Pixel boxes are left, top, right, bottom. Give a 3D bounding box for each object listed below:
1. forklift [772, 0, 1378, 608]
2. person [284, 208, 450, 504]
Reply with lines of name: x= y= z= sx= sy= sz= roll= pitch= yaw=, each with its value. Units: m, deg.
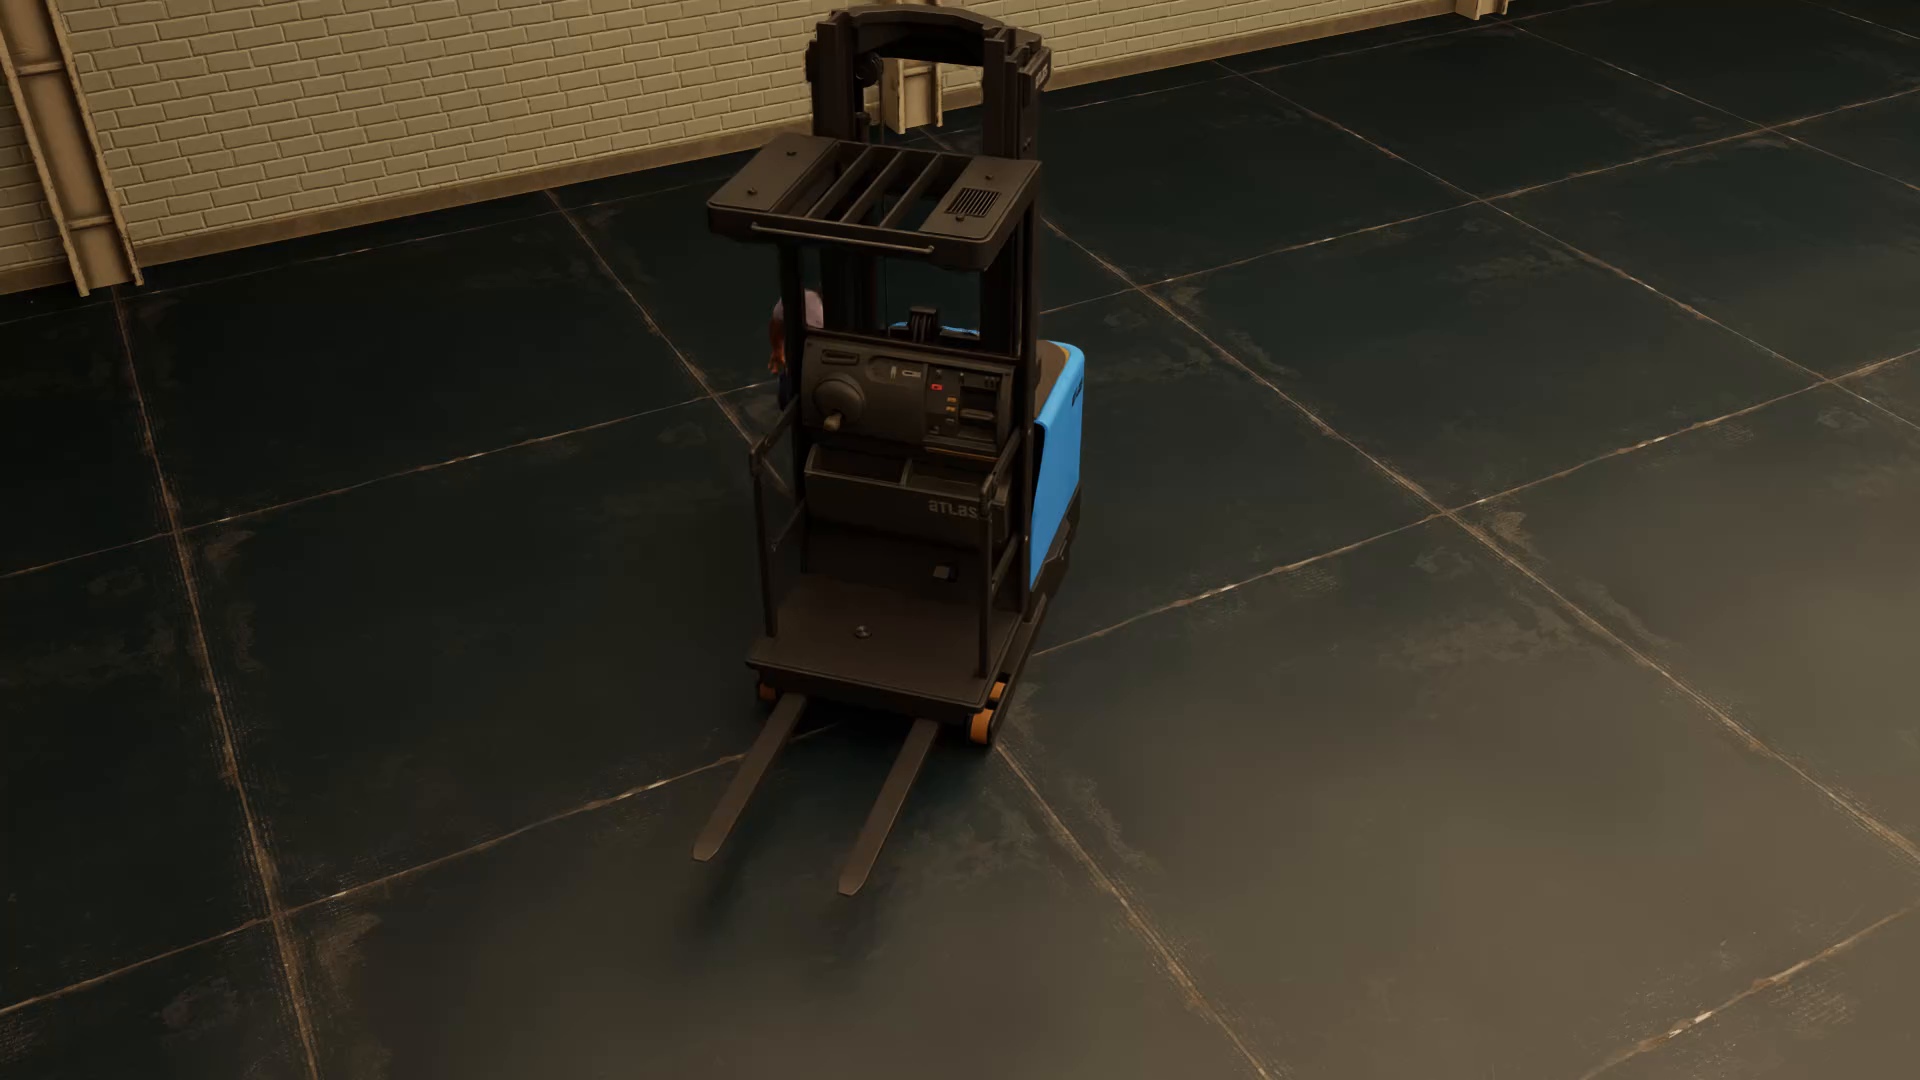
forklift: x=0.617 y=-1.277 z=7.929 sx=3.031 sy=2.935 sz=1.130 roll=-6 pitch=36 yaw=-9
person: x=-3.075 y=-0.975 z=8.615 sx=0.632 sy=1.652 sz=0.495 roll=-1 pitch=35 yaw=-1
